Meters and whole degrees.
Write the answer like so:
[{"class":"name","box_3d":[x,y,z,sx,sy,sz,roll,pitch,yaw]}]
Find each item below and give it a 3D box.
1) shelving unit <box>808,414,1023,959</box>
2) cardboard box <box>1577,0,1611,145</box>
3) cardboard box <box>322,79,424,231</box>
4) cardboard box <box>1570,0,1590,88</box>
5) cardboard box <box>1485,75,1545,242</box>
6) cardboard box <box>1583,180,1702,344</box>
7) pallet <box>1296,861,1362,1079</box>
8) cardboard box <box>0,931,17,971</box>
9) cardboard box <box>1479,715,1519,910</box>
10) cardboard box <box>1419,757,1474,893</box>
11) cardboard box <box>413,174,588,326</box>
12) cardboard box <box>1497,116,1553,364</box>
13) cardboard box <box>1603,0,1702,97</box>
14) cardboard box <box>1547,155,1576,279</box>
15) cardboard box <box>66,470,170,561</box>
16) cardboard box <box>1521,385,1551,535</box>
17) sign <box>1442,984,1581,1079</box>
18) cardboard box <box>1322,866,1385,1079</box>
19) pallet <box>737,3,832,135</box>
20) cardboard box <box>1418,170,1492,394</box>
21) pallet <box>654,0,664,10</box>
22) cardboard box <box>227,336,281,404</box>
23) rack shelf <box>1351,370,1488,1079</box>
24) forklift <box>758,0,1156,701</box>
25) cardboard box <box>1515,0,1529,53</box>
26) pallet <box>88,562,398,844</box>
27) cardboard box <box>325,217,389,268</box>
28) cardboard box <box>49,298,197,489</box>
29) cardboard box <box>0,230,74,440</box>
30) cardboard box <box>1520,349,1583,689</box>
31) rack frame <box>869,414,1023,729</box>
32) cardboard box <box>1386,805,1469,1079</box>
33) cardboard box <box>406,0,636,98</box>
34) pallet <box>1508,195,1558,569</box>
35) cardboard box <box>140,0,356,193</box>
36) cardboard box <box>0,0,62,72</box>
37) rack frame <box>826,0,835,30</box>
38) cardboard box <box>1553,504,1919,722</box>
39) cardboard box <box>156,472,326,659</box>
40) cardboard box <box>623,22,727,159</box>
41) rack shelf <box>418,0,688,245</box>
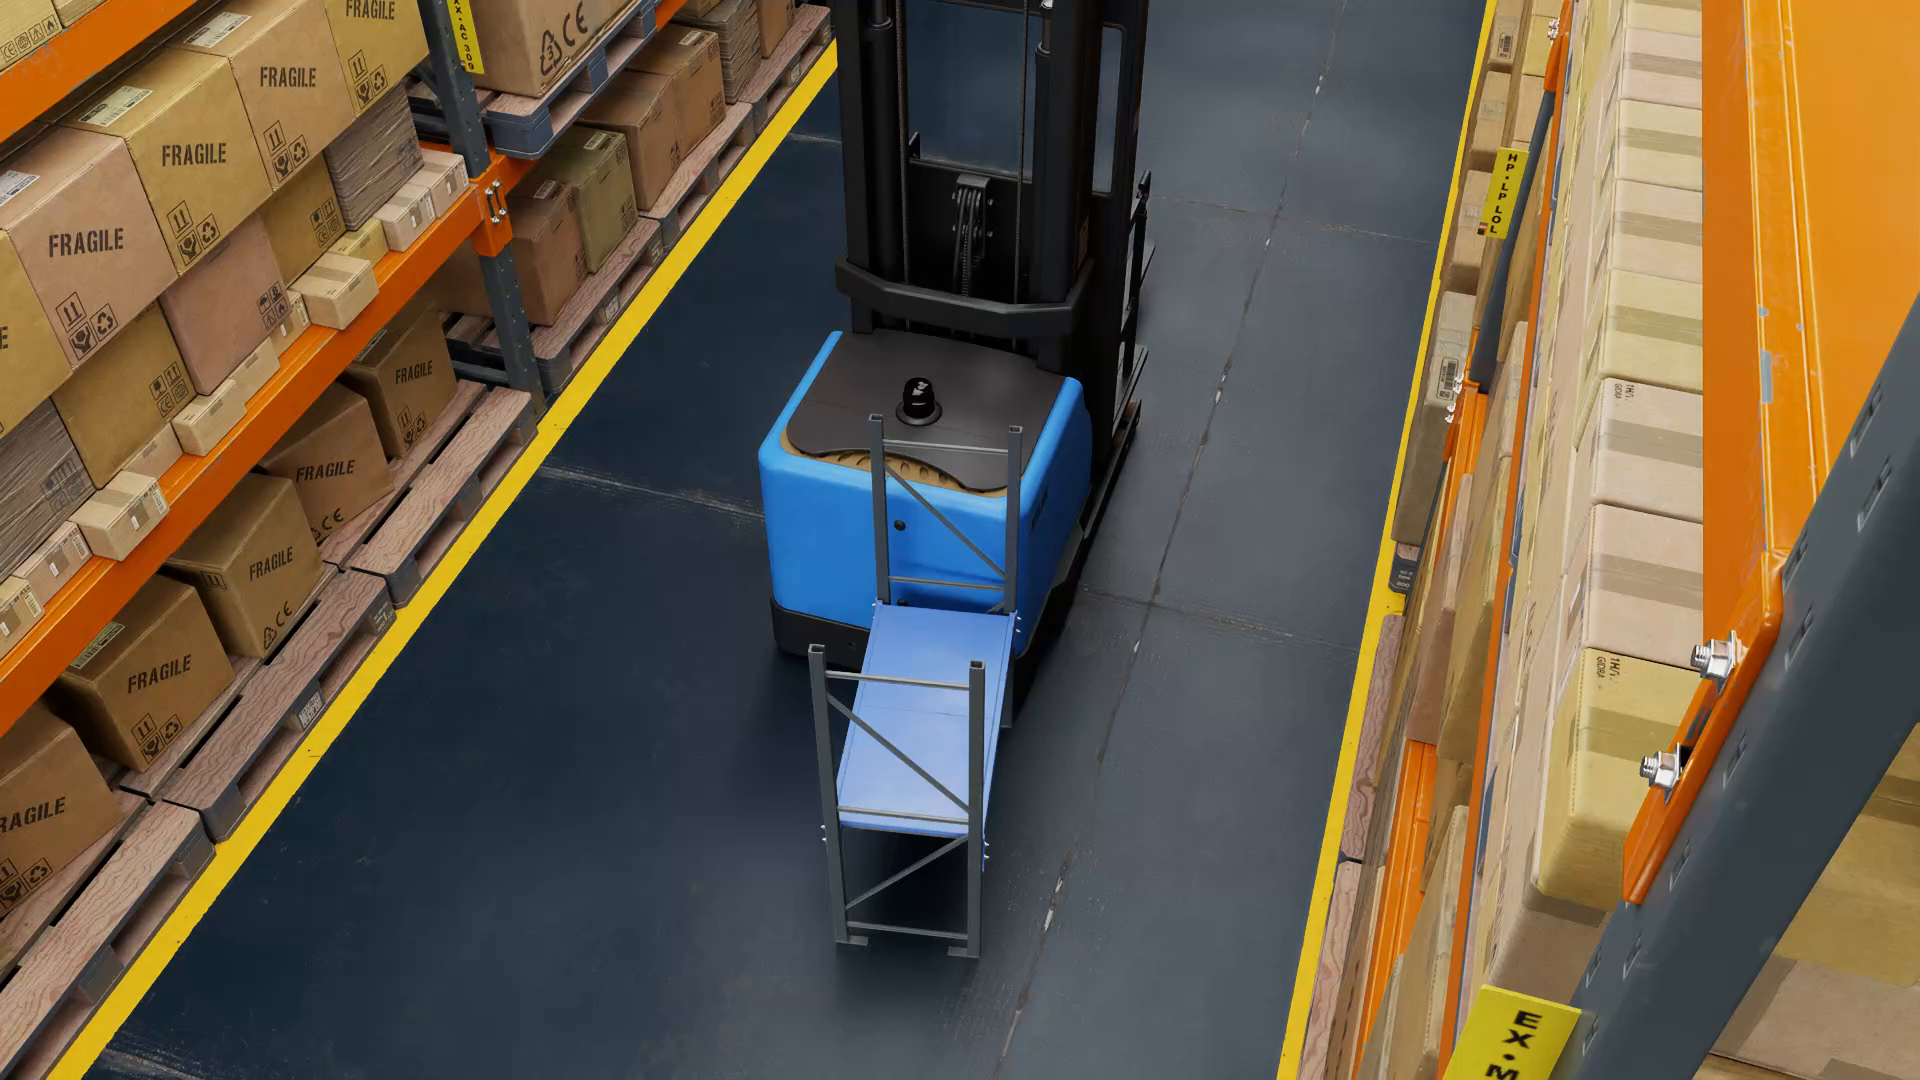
[{"class":"shelving unit","box_3d":[-0.113,0.511,5.555,0.538,1.500,1.048,5,45,5]},{"class":"cardboard box","box_3d":[1.559,-0.995,3.399,0.500,0.250,0.500,12,46,12]},{"class":"cardboard box","box_3d":[-2.614,-1.597,6.352,0.875,0.500,0.500,13,46,13]},{"class":"cardboard box","box_3d":[1.613,-1.115,3.807,0.380,0.149,0.250,12,46,12]},{"class":"cardboard box","box_3d":[2.334,-1.401,6.364,0.500,0.500,0.500,12,46,12]},{"class":"cardboard box","box_3d":[1.153,-0.383,2.489,0.380,0.149,0.250,13,46,13]},{"class":"pallet","box_3d":[1.605,1.679,5.282,1.003,0.211,1.213,13,46,13]},{"class":"cardboard box","box_3d":[-3.425,1.255,5.208,0.500,0.500,0.500,21,48,20]},{"class":"cardboard box","box_3d":[0.921,0.413,2.245,0.380,0.149,0.250,13,46,13]},{"class":"cardboard box","box_3d":[1.691,0.652,4.231,0.875,0.550,0.500,13,46,13]},{"class":"cardboard box","box_3d":[-2.213,-1.410,7.918,0.700,0.500,0.500,9,45,9]},{"class":"cardboard box","box_3d":[2.133,-0.825,4.968,0.875,0.550,0.550,13,46,13]},{"class":"cardboard box","box_3d":[1.382,-0.892,3.009,0.380,0.149,0.250,12,46,12]},{"class":"cardboard box","box_3d":[1.382,-0.607,3.288,0.380,0.149,0.250,13,46,13]},{"class":"cardboard box","box_3d":[-2.770,-0.104,5.291,0.380,0.149,0.250,13,46,13]},{"class":"cardboard box","box_3d":[1.152,-0.098,2.767,0.380,0.149,0.250,12,46,12]},{"class":"sign","box_3d":[0.553,0.558,1.713,0.100,0.325,0.005,13,46,13]},{"class":"cardboard box","box_3d":[1.473,1.599,4.589,0.875,0.875,0.875,12,46,12]},{"class":"pallet","box_3d":[-1.446,-2.891,9.952,1.003,0.211,1.213,13,46,13]},{"class":"cardboard box","box_3d":[2.675,-1.045,7.380,1.050,0.750,0.750,13,46,12]},{"class":"pallet","box_3d":[-1.768,-3.011,8.219,1.003,0.211,1.213,13,46,13]},{"class":"cardboard box","box_3d":[-2.630,-0.624,5.821,0.380,0.149,0.250,13,46,13]},{"class":"rack shelf","box_3d":[1.672,0.967,4.531,1.077,0.370,4.000,13,46,13]},{"class":"forklift","box_3d":[0.194,-1.467,6.552,1.130,2.935,3.031,13,46,13]},{"class":"cardboard box","box_3d":[2.791,-2.408,7.394,0.500,0.500,0.500,13,46,12]},{"class":"pallet","box_3d":[-2.957,0.526,6.460,1.003,0.211,1.213,13,46,13]},{"class":"cardboard box","box_3d":[-2.422,-1.128,6.336,0.380,0.149,0.250,13,46,13]},{"class":"cardboard box","box_3d":[-3.046,-0.592,5.325,0.875,0.500,0.500,13,46,13]},{"class":"cardboard box","box_3d":[-2.896,-0.549,4.566,0.500,0.500,0.500,13,46,13]},{"class":"cardboard box","box_3d":[1.100,0.013,2.369,0.500,0.250,0.500,13,46,13]},{"class":"rack frame","box_3d":[-0.047,0.158,5.915,0.500,1.500,0.032,5,45,5]},{"class":"cardboard box","box_3d":[1.294,0.978,3.126,0.875,0.550,0.550,13,46,13]},{"class":"cardboard box","box_3d":[-2.045,-2.606,6.938,1.000,1.000,1.000,13,46,13]},{"class":"pallet","box_3d":[1.648,-0.310,3.240,1.003,0.211,1.213,13,46,13]},{"class":"cardboard box","box_3d":[-2.443,-1.549,5.588,0.500,0.500,0.500,13,46,13]},{"class":"cardboard box","box_3d":[-2.781,-1.383,4.380,0.500,0.250,0.500,14,46,14]},{"class":"rack frame","box_3d":[-1.208,-4.408,9.509,1.000,3.000,0.127,13,46,13]},{"class":"cardboard box","box_3d":[0.922,0.127,1.968,0.380,0.149,0.250,13,46,13]},{"class":"cardboard box","box_3d":[-2.858,0.074,6.416,0.500,0.500,0.500,9,45,9]},{"class":"cardboard box","box_3d":[-1.713,-2.469,9.000,0.700,0.500,0.500,16,47,16]},{"class":"rack shelf","box_3d":[-1.814,-2.818,8.398,1.077,0.370,4.000,13,46,13]}]
